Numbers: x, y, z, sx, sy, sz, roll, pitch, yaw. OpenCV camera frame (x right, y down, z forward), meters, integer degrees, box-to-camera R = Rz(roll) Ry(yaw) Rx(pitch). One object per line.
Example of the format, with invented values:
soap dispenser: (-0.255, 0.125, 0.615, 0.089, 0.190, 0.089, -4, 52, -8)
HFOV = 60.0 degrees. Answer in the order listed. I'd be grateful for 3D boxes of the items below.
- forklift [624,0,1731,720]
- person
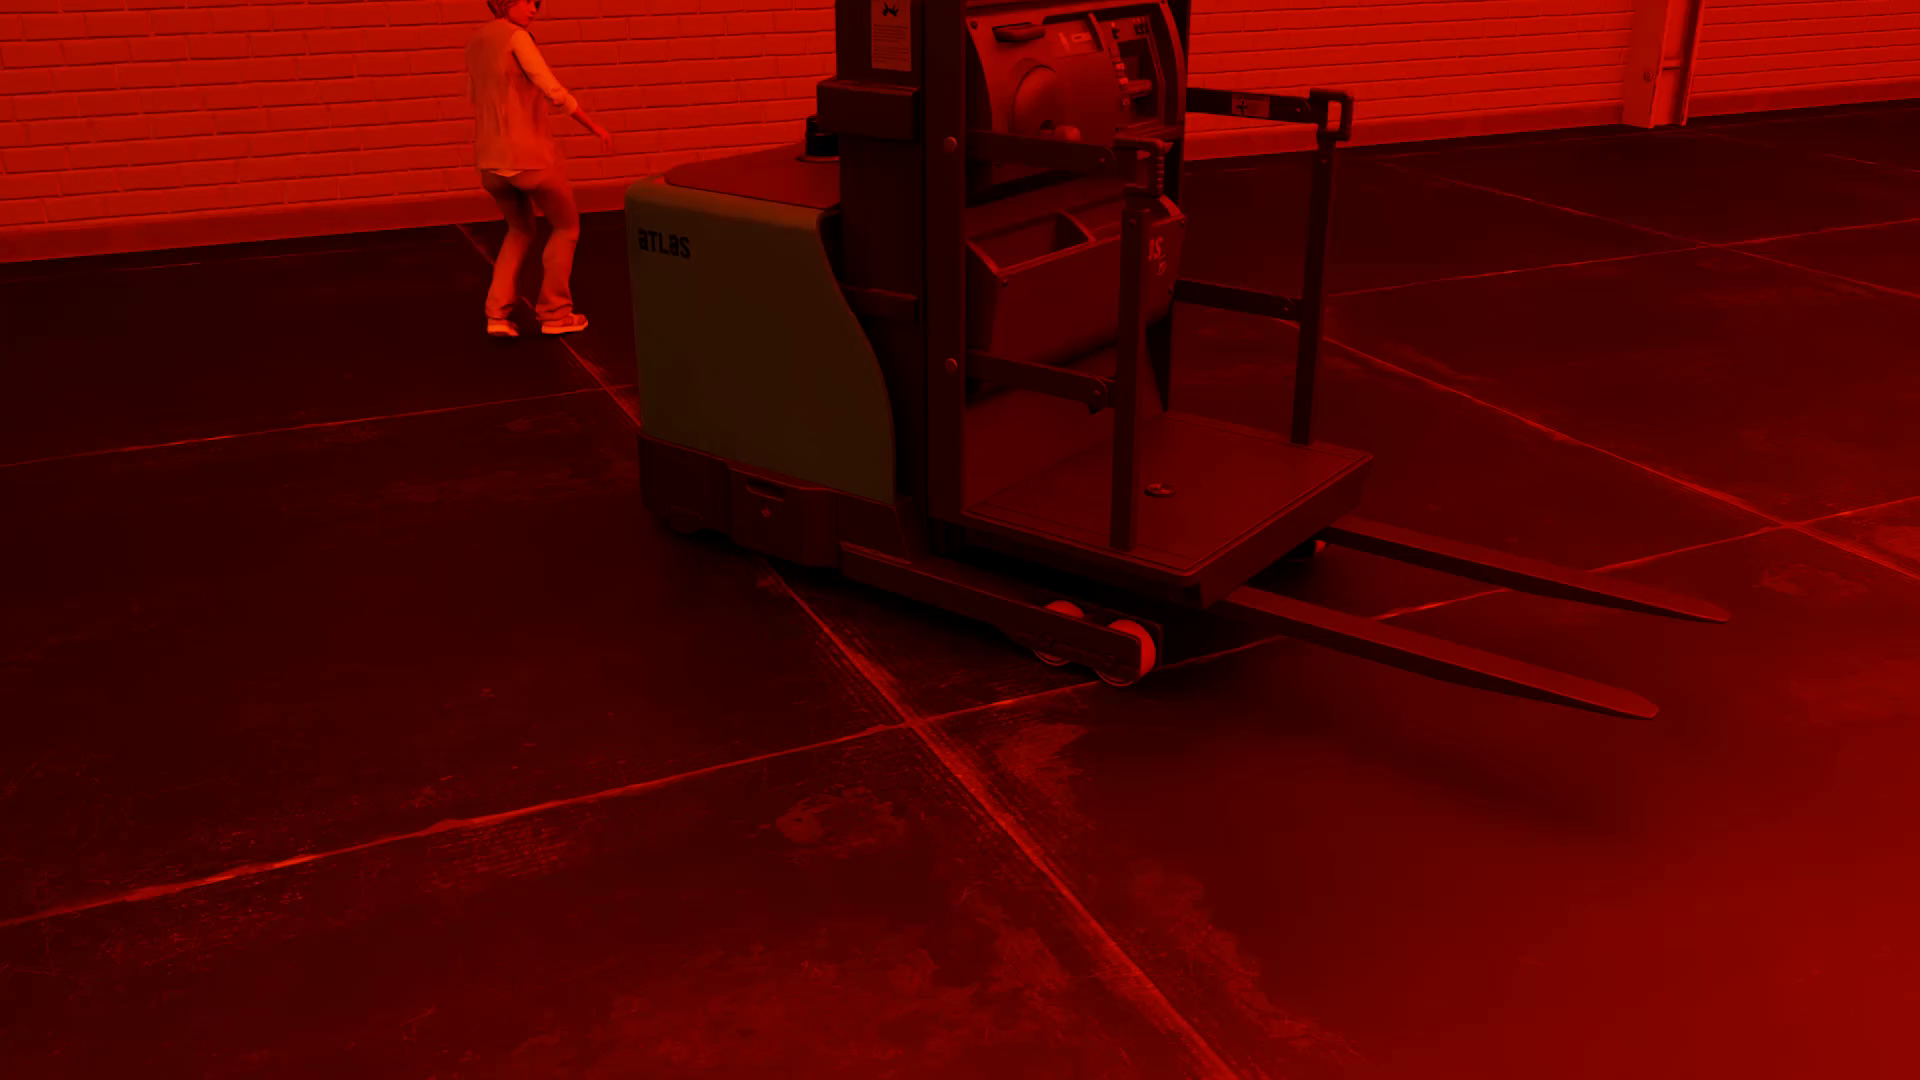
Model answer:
forklift: (0.488, -1.213, 4.206, 3.031, 2.935, 1.130, 16, 27, 34)
person: (-1.790, -1.601, 7.014, 0.658, 1.526, 0.626, 11, 25, 25)
